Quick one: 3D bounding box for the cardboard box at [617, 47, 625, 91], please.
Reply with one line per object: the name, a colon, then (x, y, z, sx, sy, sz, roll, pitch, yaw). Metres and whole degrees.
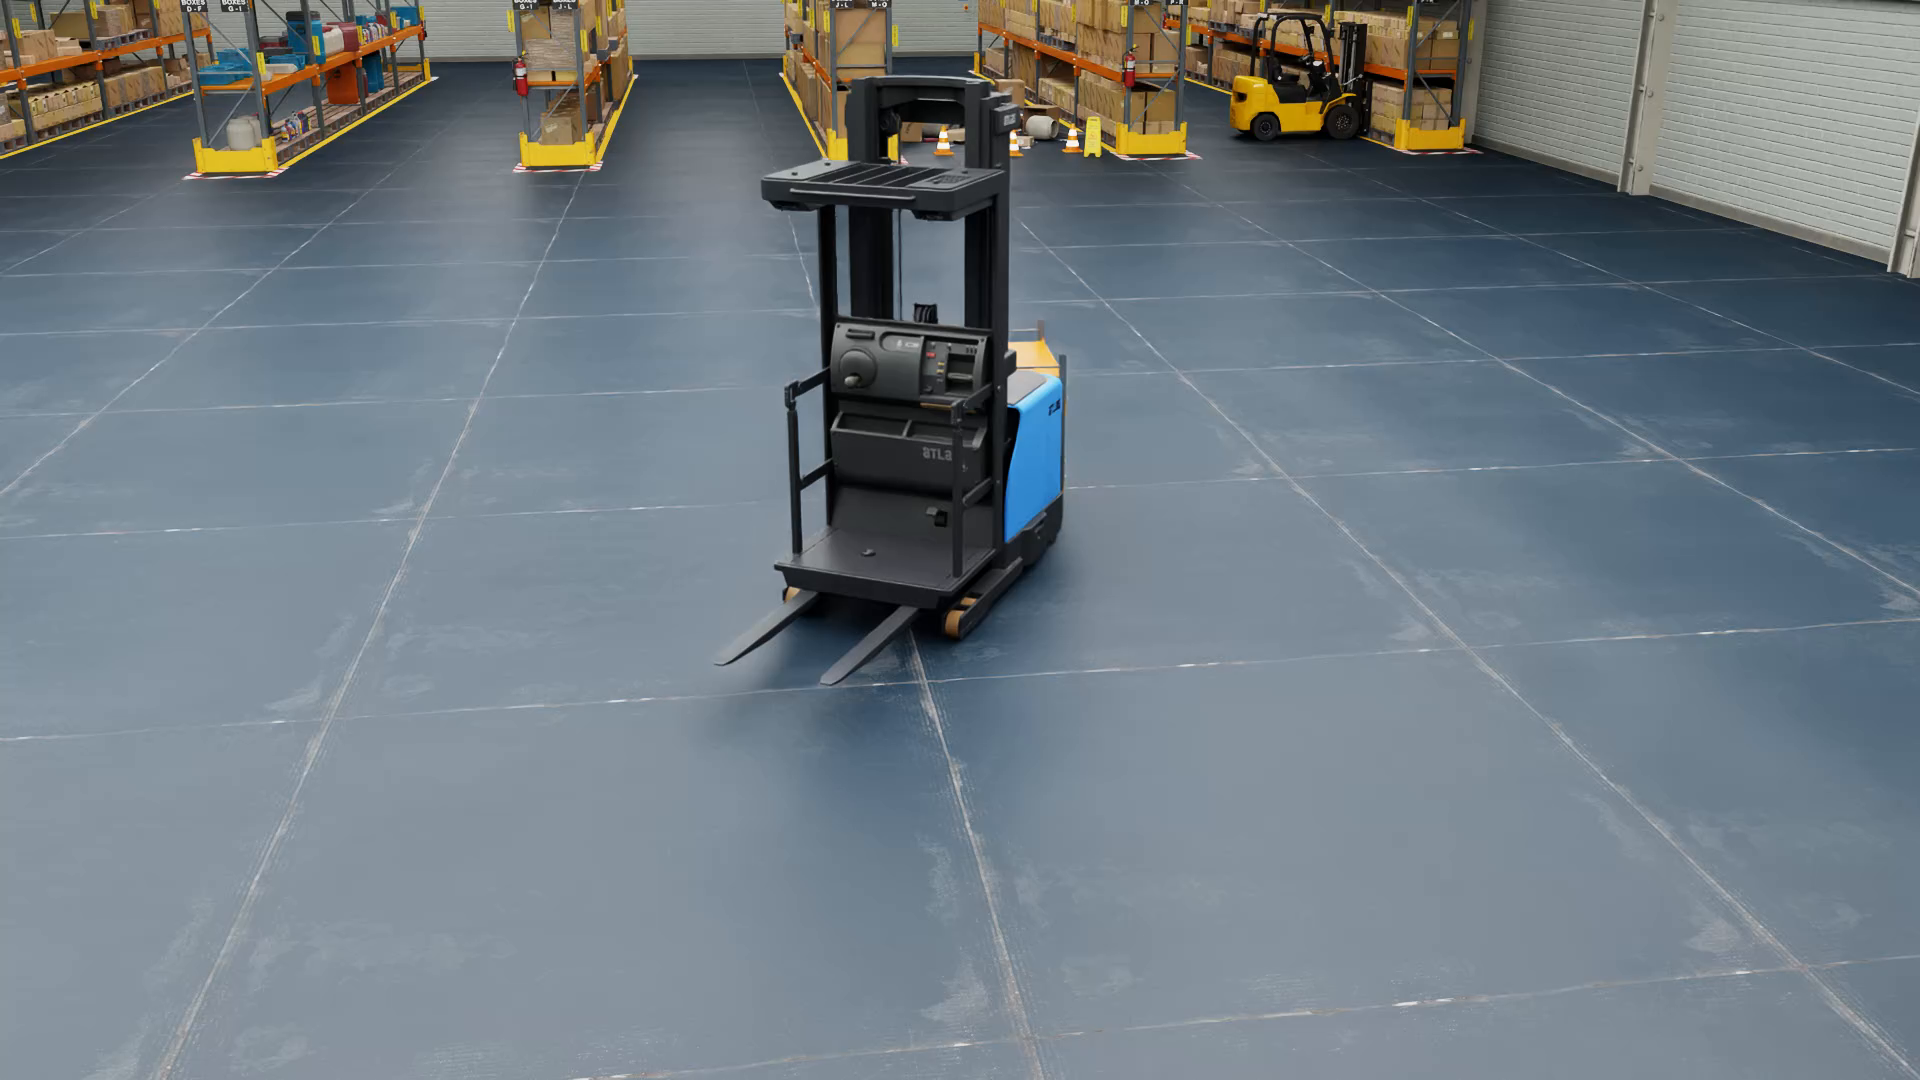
cardboard box: (-8.018, -10.343, 36.557, 1.225, 0.875, 0.875, -4, 21, -10)

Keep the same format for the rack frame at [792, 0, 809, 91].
rack frame: (-3.337, -11.886, 38.254, 1.000, 3.000, 0.127, -3, 21, -8)

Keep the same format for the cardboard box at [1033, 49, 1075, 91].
cardboard box: (2.106, -10.231, 36.257, 0.875, 0.875, 0.875, -3, 21, -8)

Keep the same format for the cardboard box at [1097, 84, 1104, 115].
cardboard box: (2.758, -7.896, 29.828, 0.500, 0.500, 0.500, -3, 21, -9)

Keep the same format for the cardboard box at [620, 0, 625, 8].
cardboard box: (-8.506, -13.321, 40.812, 0.500, 0.500, 0.500, -3, 21, -7)

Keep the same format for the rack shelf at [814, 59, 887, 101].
rack shelf: (-1.896, -8.087, 29.109, 1.077, 0.370, 4.000, -3, 21, -8)

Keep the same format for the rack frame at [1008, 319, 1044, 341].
rack frame: (0.338, -1.010, 11.814, 0.500, 1.125, 0.032, -2, 21, -5)

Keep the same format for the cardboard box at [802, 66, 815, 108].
cardboard box: (-2.633, -9.126, 33.479, 1.050, 0.750, 0.750, -3, 21, -7)

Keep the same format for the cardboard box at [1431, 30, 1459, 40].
cardboard box: (8.395, -8.749, 28.784, 0.380, 0.149, 0.250, -3, 21, -9)

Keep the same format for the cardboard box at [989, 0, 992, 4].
cardboard box: (0.993, -13.361, 40.631, 0.500, 0.500, 0.500, -3, 21, -8)

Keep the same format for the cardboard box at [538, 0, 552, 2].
cardboard box: (-7.065, -8.868, 28.177, 0.500, 0.500, 0.500, -3, 21, -8)

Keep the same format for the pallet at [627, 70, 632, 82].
pallet: (-8.644, -11.477, 41.143, 1.003, 0.211, 1.213, -3, 21, -8)

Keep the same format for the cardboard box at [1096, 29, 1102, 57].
cardboard box: (2.735, -8.900, 29.689, 0.500, 0.500, 0.500, -3, 21, -7)

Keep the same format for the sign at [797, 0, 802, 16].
sign: (-3.296, -10.976, 34.275, 0.100, 0.325, 0.005, -3, 21, -8)

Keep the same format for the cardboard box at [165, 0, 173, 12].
cardboard box: (-17.928, -12.044, 37.104, 0.500, 0.500, 0.500, -4, 21, -9)

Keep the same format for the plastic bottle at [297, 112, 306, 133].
plastic bottle: (-11.602, -7.342, 29.243, 0.144, 0.351, 0.185, -4, 21, -10)

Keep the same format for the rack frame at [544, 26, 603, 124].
rack frame: (-7.107, -8.901, 30.261, 1.000, 3.000, 0.127, -3, 21, -8)

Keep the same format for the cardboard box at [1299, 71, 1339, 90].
cardboard box: (7.420, -9.186, 33.818, 0.875, 0.625, 0.625, -3, 21, -8)

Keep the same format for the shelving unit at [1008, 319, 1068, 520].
shelving unit: (0.386, -0.833, 11.340, 0.538, 1.125, 1.048, -2, 21, -5)

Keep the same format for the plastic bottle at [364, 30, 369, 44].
plastic bottle: (-12.449, -10.550, 34.843, 0.061, 0.283, 0.133, -3, 21, -8)

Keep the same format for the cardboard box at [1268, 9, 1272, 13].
cardboard box: (6.789, -11.263, 35.515, 0.380, 0.149, 0.250, -2, 21, -6)

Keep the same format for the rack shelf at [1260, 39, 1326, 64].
rack shelf: (7.323, -10.008, 34.253, 1.077, 0.370, 4.000, -3, 21, -8)

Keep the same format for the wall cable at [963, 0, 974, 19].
wall cable: (0.134, -15.998, 47.764, 0.585, 1.953, 0.123, -3, 21, -8)

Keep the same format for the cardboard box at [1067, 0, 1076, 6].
cardboard box: (2.297, -10.474, 32.378, 0.380, 0.149, 0.250, -4, 21, -9)

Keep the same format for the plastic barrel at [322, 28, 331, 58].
plastic barrel: (-12.035, -9.311, 31.165, 0.433, 0.535, 0.433, 0, 20, 0)

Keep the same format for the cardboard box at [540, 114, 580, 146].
cardboard box: (-6.604, -6.759, 27.498, 0.500, 0.500, 0.500, 1, 20, 2)

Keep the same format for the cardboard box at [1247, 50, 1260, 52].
cardboard box: (6.946, -11.377, 38.937, 0.380, 0.149, 0.250, -4, 21, -10)

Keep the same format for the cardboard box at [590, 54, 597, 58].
cardboard box: (-6.785, -8.724, 30.146, 0.380, 0.149, 0.250, -3, 21, -8)

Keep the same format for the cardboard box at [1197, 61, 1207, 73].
cardboard box: (6.035, -11.640, 40.902, 0.396, 0.266, 0.258, -2, 21, -6)

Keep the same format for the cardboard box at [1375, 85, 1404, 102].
cardboard box: (7.733, -7.965, 29.655, 0.500, 0.250, 0.500, -3, 21, -7)

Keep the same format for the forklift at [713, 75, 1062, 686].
forklift: (-0.372, -0.987, 9.169, 1.130, 2.935, 3.031, 8, 22, 21)

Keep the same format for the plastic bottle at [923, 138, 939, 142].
plastic bottle: (-0.516, -7.188, 29.875, 0.283, 0.061, 0.133, -11, 23, -26)

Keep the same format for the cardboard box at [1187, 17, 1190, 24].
cardboard box: (5.852, -13.023, 41.657, 0.380, 0.149, 0.250, -2, 21, -7)

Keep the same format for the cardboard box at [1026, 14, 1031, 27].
cardboard box: (1.724, -11.282, 36.136, 0.500, 0.250, 0.500, -3, 21, -9)

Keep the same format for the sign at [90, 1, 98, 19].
sign: (-16.938, -10.359, 32.511, 0.100, 0.325, 0.005, -3, 21, -8)

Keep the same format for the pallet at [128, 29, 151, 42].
pallet: (-18.056, -10.801, 35.621, 1.003, 0.211, 1.213, -3, 21, -8)

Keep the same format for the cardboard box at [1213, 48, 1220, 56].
cardboard box: (6.246, -11.615, 39.571, 0.380, 0.149, 0.250, -2, 21, -5)

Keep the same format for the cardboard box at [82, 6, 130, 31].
cardboard box: (-18.055, -11.006, 35.154, 0.700, 0.500, 0.500, 0, 20, 1)

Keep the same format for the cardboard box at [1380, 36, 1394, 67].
cardboard box: (7.791, -8.652, 29.451, 0.500, 0.500, 0.500, -2, 21, -6)

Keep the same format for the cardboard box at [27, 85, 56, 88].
cardboard box: (-17.618, -8.582, 31.934, 0.500, 0.311, 0.500, -3, 21, -9)

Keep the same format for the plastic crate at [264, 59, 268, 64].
plastic crate: (-12.092, -8.068, 28.333, 0.450, 0.188, 0.662, -3, 21, -8)

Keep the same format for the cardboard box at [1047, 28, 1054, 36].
cardboard box: (2.006, -10.450, 34.167, 0.380, 0.149, 0.250, -3, 21, -7)

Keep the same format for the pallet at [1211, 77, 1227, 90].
pallet: (6.612, -10.836, 39.428, 1.003, 0.211, 1.213, -3, 21, -8)

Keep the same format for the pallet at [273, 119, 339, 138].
pallet: (-12.160, -7.615, 30.803, 1.003, 0.211, 1.213, -3, 21, -8)

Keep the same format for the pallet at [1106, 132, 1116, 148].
pallet: (3.183, -7.019, 29.208, 1.003, 0.211, 1.213, -3, 21, -8)

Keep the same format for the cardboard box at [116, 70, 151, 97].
cardboard box: (-17.574, -9.706, 35.361, 0.500, 0.500, 0.500, -3, 21, -7)

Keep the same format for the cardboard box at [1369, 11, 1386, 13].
cardboard box: (7.951, -9.958, 31.597, 0.380, 0.149, 0.250, -3, 21, -9)
